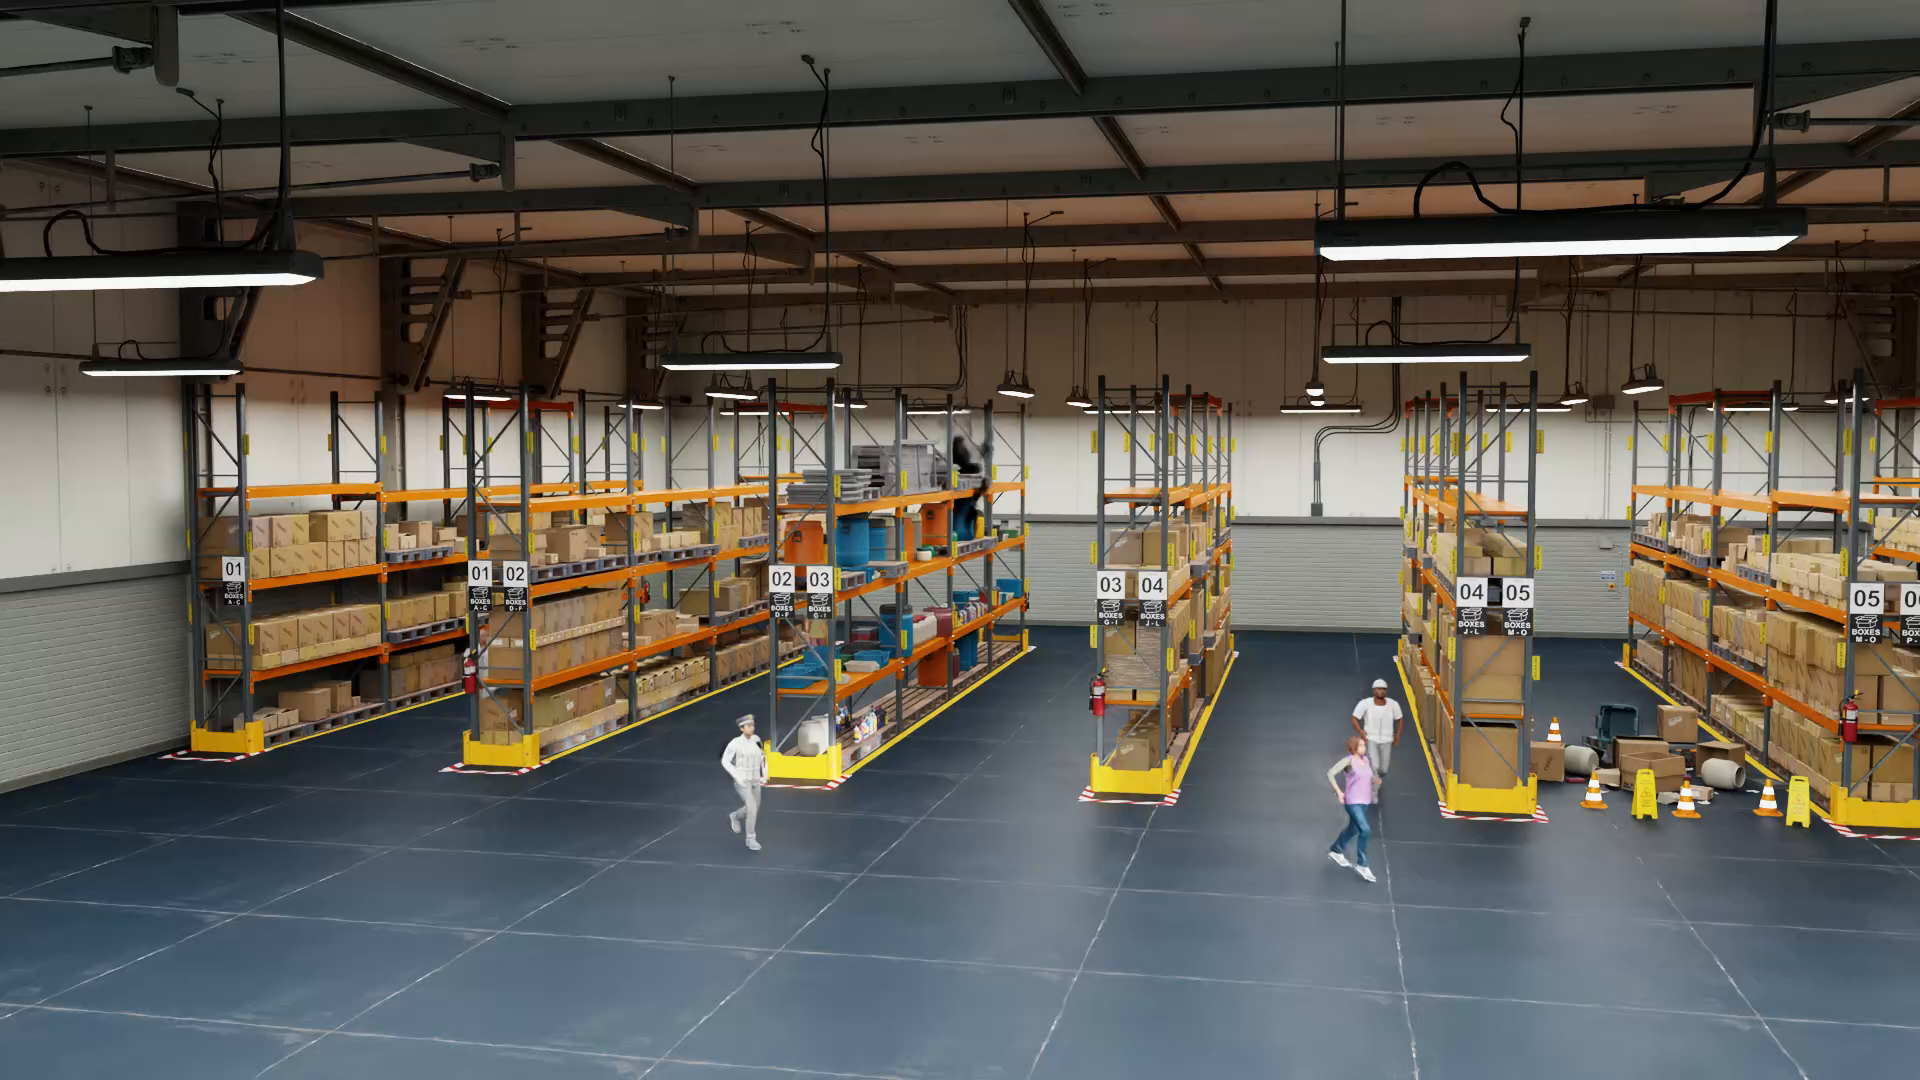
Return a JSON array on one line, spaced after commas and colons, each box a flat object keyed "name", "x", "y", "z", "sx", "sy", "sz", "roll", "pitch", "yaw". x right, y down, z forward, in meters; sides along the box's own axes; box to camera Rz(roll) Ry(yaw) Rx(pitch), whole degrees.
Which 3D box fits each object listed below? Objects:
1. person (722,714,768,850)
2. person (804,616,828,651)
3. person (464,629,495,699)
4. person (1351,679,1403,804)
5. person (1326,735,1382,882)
[{"name": "person", "x": -2.693, "y": 2.994, "z": 20.786, "sx": 0.660, "sy": 1.663, "sz": 0.642, "roll": 3, "pitch": 5, "yaw": 44}, {"name": "person", "x": -2.866, "y": 1.973, "z": 33.490, "sx": 0.589, "sy": 1.646, "sz": 0.736, "roll": 0, "pitch": 3, "yaw": 4}, {"name": "person", "x": -8.236, "y": 2.456, "z": 28.729, "sx": 0.678, "sy": 1.827, "sz": 0.924, "roll": 0, "pitch": 3, "yaw": 4}, {"name": "person", "x": 5.883, "y": 2.815, "z": 23.435, "sx": 0.730, "sy": 1.734, "sz": 0.626, "roll": 0, "pitch": 3, "yaw": 1}, {"name": "person", "x": 4.587, "y": 3.087, "z": 19.338, "sx": 0.511, "sy": 1.641, "sz": 0.738, "roll": -3, "pitch": 4, "yaw": -41}]
